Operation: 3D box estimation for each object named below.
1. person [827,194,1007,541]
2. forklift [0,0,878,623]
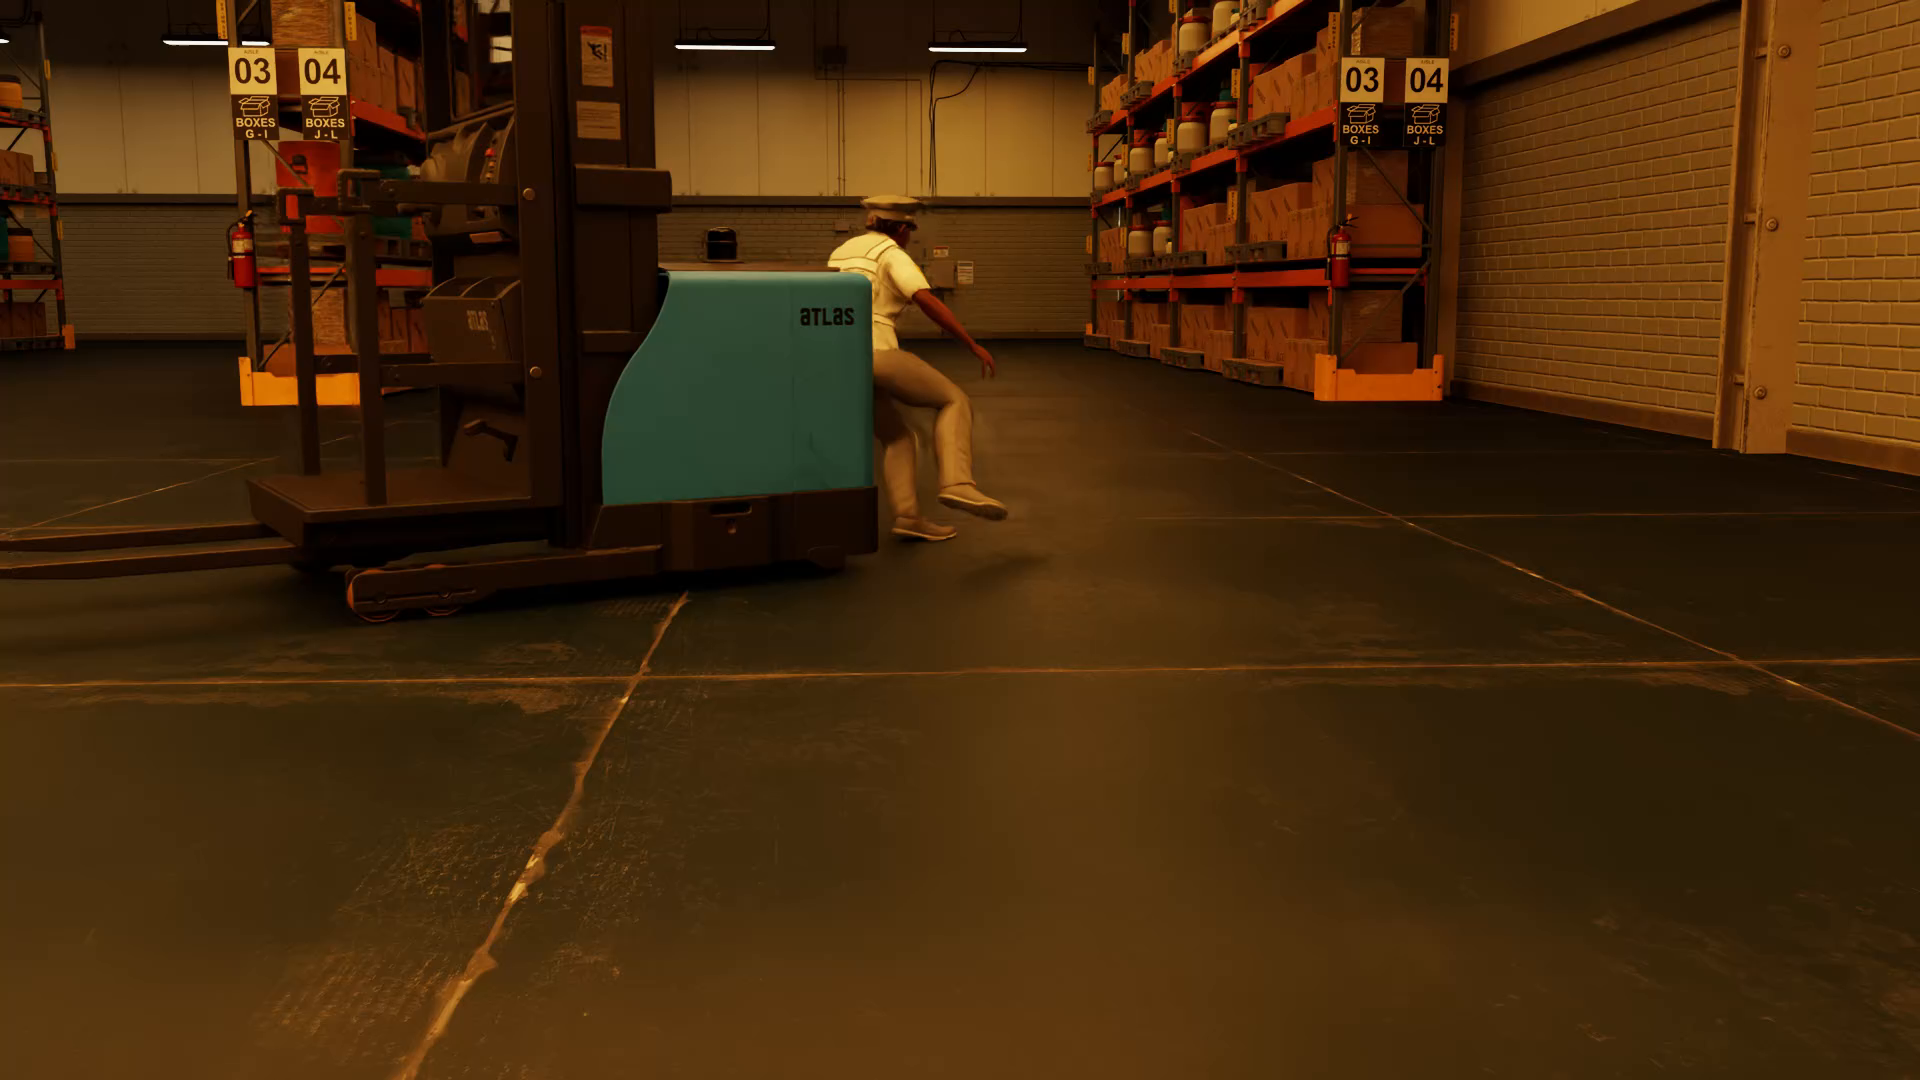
[{"bbox_3d":[-0.177,-0.733,6.990,0.983,1.425,0.886,5,10,32],"label":"person"},{"bbox_3d":[-1.821,-1.284,5.477,3.031,2.935,1.130,-5,10,-31],"label":"forklift"}]
